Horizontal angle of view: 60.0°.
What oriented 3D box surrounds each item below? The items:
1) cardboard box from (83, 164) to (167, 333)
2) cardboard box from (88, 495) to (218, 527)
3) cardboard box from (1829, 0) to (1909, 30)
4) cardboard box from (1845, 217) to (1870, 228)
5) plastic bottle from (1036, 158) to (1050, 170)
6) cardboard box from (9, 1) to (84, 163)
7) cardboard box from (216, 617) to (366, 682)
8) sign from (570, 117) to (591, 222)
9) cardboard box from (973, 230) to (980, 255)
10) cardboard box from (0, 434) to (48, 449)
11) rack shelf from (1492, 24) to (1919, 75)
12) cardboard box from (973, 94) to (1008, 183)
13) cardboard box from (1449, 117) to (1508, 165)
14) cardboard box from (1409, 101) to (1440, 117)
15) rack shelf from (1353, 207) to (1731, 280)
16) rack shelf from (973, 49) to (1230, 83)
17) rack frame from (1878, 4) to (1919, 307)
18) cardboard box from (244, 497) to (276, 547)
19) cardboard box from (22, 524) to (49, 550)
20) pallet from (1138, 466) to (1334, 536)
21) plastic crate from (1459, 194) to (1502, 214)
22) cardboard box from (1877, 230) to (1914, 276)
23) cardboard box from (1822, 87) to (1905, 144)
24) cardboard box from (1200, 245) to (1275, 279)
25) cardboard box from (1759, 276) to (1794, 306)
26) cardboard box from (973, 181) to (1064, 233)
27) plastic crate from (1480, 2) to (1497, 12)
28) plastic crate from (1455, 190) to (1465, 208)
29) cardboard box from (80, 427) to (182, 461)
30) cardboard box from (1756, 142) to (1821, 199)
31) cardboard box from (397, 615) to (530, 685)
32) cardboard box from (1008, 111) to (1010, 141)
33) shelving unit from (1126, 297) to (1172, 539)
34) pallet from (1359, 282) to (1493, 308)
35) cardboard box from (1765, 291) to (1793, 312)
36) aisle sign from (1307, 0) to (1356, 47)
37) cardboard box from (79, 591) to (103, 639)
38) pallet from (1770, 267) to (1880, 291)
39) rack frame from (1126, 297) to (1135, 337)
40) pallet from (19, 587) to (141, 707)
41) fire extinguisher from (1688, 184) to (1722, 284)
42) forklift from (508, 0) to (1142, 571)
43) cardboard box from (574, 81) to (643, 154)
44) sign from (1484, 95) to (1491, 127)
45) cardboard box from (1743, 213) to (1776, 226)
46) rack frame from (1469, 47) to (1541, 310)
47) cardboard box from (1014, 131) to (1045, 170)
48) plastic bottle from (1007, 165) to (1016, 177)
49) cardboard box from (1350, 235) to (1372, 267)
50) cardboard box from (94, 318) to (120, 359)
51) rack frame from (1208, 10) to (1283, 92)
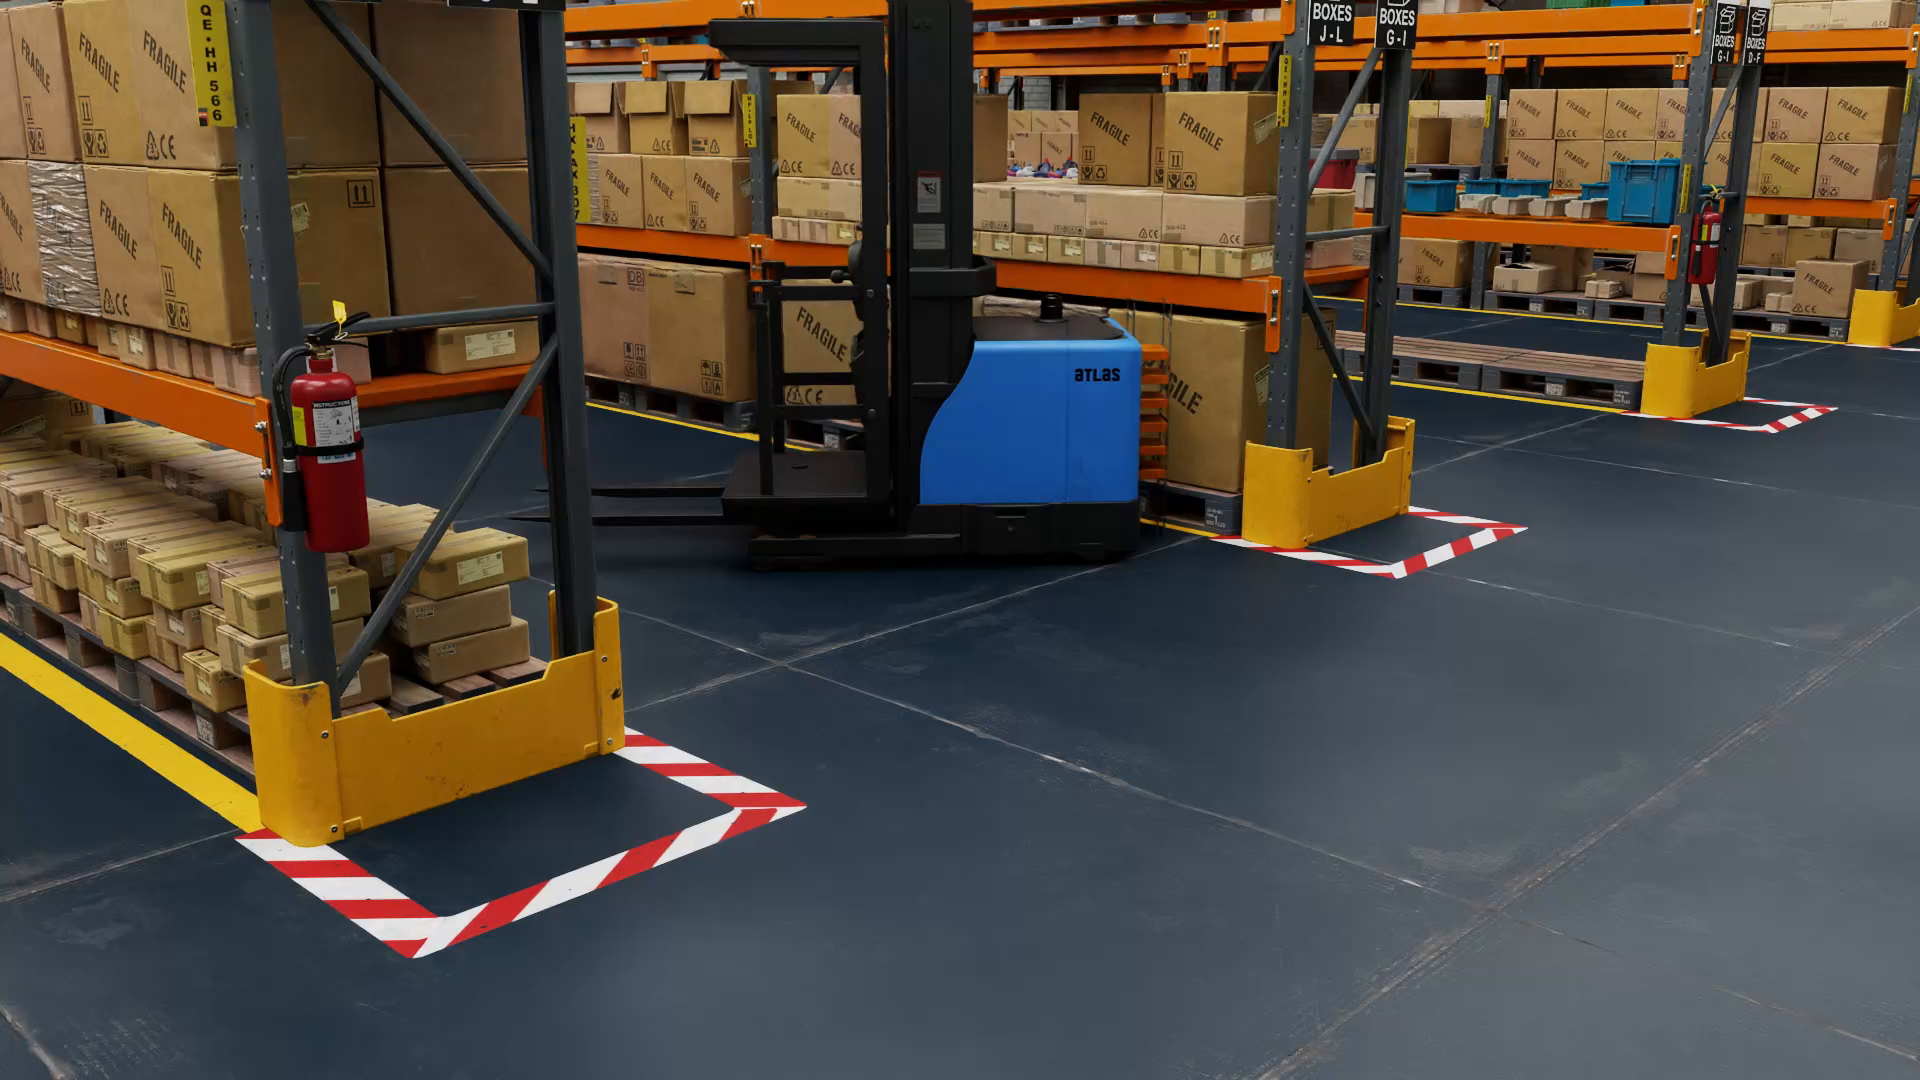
[{"bbox_3d":[-2.468,-0.971,5.420,0.500,0.500,0.500,13,20,41],"label":"cardboard box"},{"bbox_3d":[-3.059,-0.050,6.317,0.250,0.149,0.380,13,19,40],"label":"cardboard box"},{"bbox_3d":[8.243,-4.756,15.086,0.500,0.250,0.500,14,20,42],"label":"cardboard box"},{"bbox_3d":[10.973,-3.883,20.223,0.250,0.149,0.380,14,20,43],"label":"cardboard box"},{"bbox_3d":[0.802,-3.458,15.854,0.185,0.351,0.144,14,20,42],"label":"plastic bottle"},{"bbox_3d":[-2.846,-1.544,5.639,0.500,0.500,0.500,-13,20,-41],"label":"cardboard box"},{"bbox_3d":[-2.177,0.337,5.422,0.250,0.149,0.380,13,19,41],"label":"cardboard box"},{"bbox_3d":[-1.222,-1.173,5.267,0.005,0.325,0.100,14,20,42],"label":"sign"},{"bbox_3d":[0.143,-1.732,9.627,0.250,0.149,0.380,13,19,41],"label":"cardboard box"},{"bbox_3d":[-4.374,-0.369,7.540,0.380,0.149,0.250,-14,20,-42],"label":"cardboard box"},{"bbox_3d":[7.356,-4.789,16.339,4.000,0.370,1.077,14,20,42],"label":"rack shelf"},{"bbox_3d":[-0.068,-2.364,9.776,0.500,0.500,0.500,13,19,40],"label":"cardboard box"},{"bbox_3d":[5.730,-4.410,18.379,0.500,0.500,0.700,7,16,24],"label":"cardboard box"},{"bbox_3d":[6.641,-6.069,23.459,0.500,0.250,0.500,-14,20,-43],"label":"cardboard box"},{"bbox_3d":[3.915,-2.439,13.269,4.000,0.370,1.077,14,20,42],"label":"rack shelf"},{"bbox_3d":[1.597,-6.189,21.713,4.000,0.370,1.077,14,20,42],"label":"rack shelf"},{"bbox_3d":[8.796,-3.335,15.283,0.127,3.000,1.000,14,20,42],"label":"rack frame"},{"bbox_3d":[-2.544,-0.093,6.479,0.380,0.149,0.250,-14,20,-42],"label":"cardboard box"},{"bbox_3d":[-3.620,-0.037,6.857,0.380,0.149,0.250,-13,20,-42],"label":"cardboard box"},{"bbox_3d":[1.287,-0.314,9.219,1.213,0.211,1.003,14,20,42],"label":"pallet"},{"bbox_3d":[4.000,-2.594,12.843,0.250,0.136,0.298,14,20,42],"label":"plastic crate"},{"bbox_3d":[11.298,-3.421,19.736,0.500,0.500,0.700,14,20,42],"label":"cardboard box"},{"bbox_3d":[8.284,-3.895,15.252,0.500,0.500,0.500,13,20,42],"label":"cardboard box"},{"bbox_3d":[1.432,-1.419,8.427,0.380,0.149,0.250,-14,20,-43],"label":"cardboard box"},{"bbox_3d":[8.241,-2.452,16.473,0.500,0.250,0.500,14,20,42],"label":"cardboard box"},{"bbox_3d":[0.275,-1.914,9.537,0.500,0.250,0.500,14,20,42],"label":"cardboard box"},{"bbox_3d":[3.973,-4.275,13.176,0.530,0.282,0.437,14,20,42],"label":"plastic crate"},{"bbox_3d":[3.937,-2.788,13.588,0.466,0.136,0.293,14,20,42],"label":"plastic crate"},{"bbox_3d":[-3.830,-0.414,7.714,0.250,0.149,0.380,14,20,43],"label":"cardboard box"},{"bbox_3d":[7.908,-3.503,15.728,0.500,0.500,0.500,14,20,43],"label":"cardboard box"},{"bbox_3d":[-1.754,0.371,5.879,0.380,0.149,0.250,-14,20,-43],"label":"cardboard box"},{"bbox_3d":[0.848,-7.197,28.875,0.500,0.500,0.500,14,20,42],"label":"cardboard box"},{"bbox_3d":[0.940,-0.613,8.405,0.189,1.200,0.258,-1,15,-3],"label":"shelving unit"},{"bbox_3d":[5.304,-2.821,18.842,1.213,0.211,1.003,14,20,42],"label":"pallet"},{"bbox_3d":[8.004,-2.315,16.114,0.250,0.166,0.380,14,20,42],"label":"cardboard box"},{"bbox_3d":[1.760,-2.729,7.800,0.004,0.787,0.394,14,20,42],"label":"aisle sign"},{"bbox_3d":[-3.105,0.253,6.334,0.380,0.149,0.250,-14,20,-43],"label":"cardboard box"},{"bbox_3d":[10.727,-3.225,20.390,1.213,0.211,1.003,14,20,42],"label":"pallet"},{"bbox_3d":[0.849,-0.612,8.401,0.006,1.200,0.240,-1,15,-3],"label":"rack frame"},{"bbox_3d":[-3.088,0.319,6.790,1.213,0.211,1.003,14,20,42],"label":"pallet"},{"bbox_3d":[5.148,-2.110,11.474,0.183,0.674,0.296,14,20,42],"label":"fire extinguisher"},{"bbox_3d":[-0.666,-1.410,8.032,3.031,2.935,1.130,-1,15,-3],"label":"forklift"},{"bbox_3d":[-2.373,-3.110,12.231,0.797,0.503,0.637,-14,20,-42],"label":"cardboard box"},{"bbox_3d":[5.533,-4.494,17.435,0.005,0.325,0.100,14,20,42],"label":"sign"},{"bbox_3d":[9.939,-4.000,20.673,0.380,0.149,0.250,-14,20,-42],"label":"cardboard box"},{"bbox_3d":[5.916,-4.035,17.970,0.127,3.000,1.000,14,20,42],"label":"rack frame"},{"bbox_3d":[1.078,-5.254,22.450,0.500,0.500,0.500,-13,19,-40],"label":"cardboard box"},{"bbox_3d":[0.483,-3.436,15.900,0.133,0.283,0.061,14,20,42],"label":"plastic bottle"},{"bbox_3d":[4.651,-3.249,19.037,0.500,0.500,0.500,14,20,43],"label":"cardboard box"},{"bbox_3d":[-2.743,-0.723,5.755,0.250,0.149,0.380,13,19,40],"label":"cardboard box"},{"bbox_3d":[2.475,-3.137,14.522,0.127,3.000,1.000,14,20,42],"label":"rack frame"}]
